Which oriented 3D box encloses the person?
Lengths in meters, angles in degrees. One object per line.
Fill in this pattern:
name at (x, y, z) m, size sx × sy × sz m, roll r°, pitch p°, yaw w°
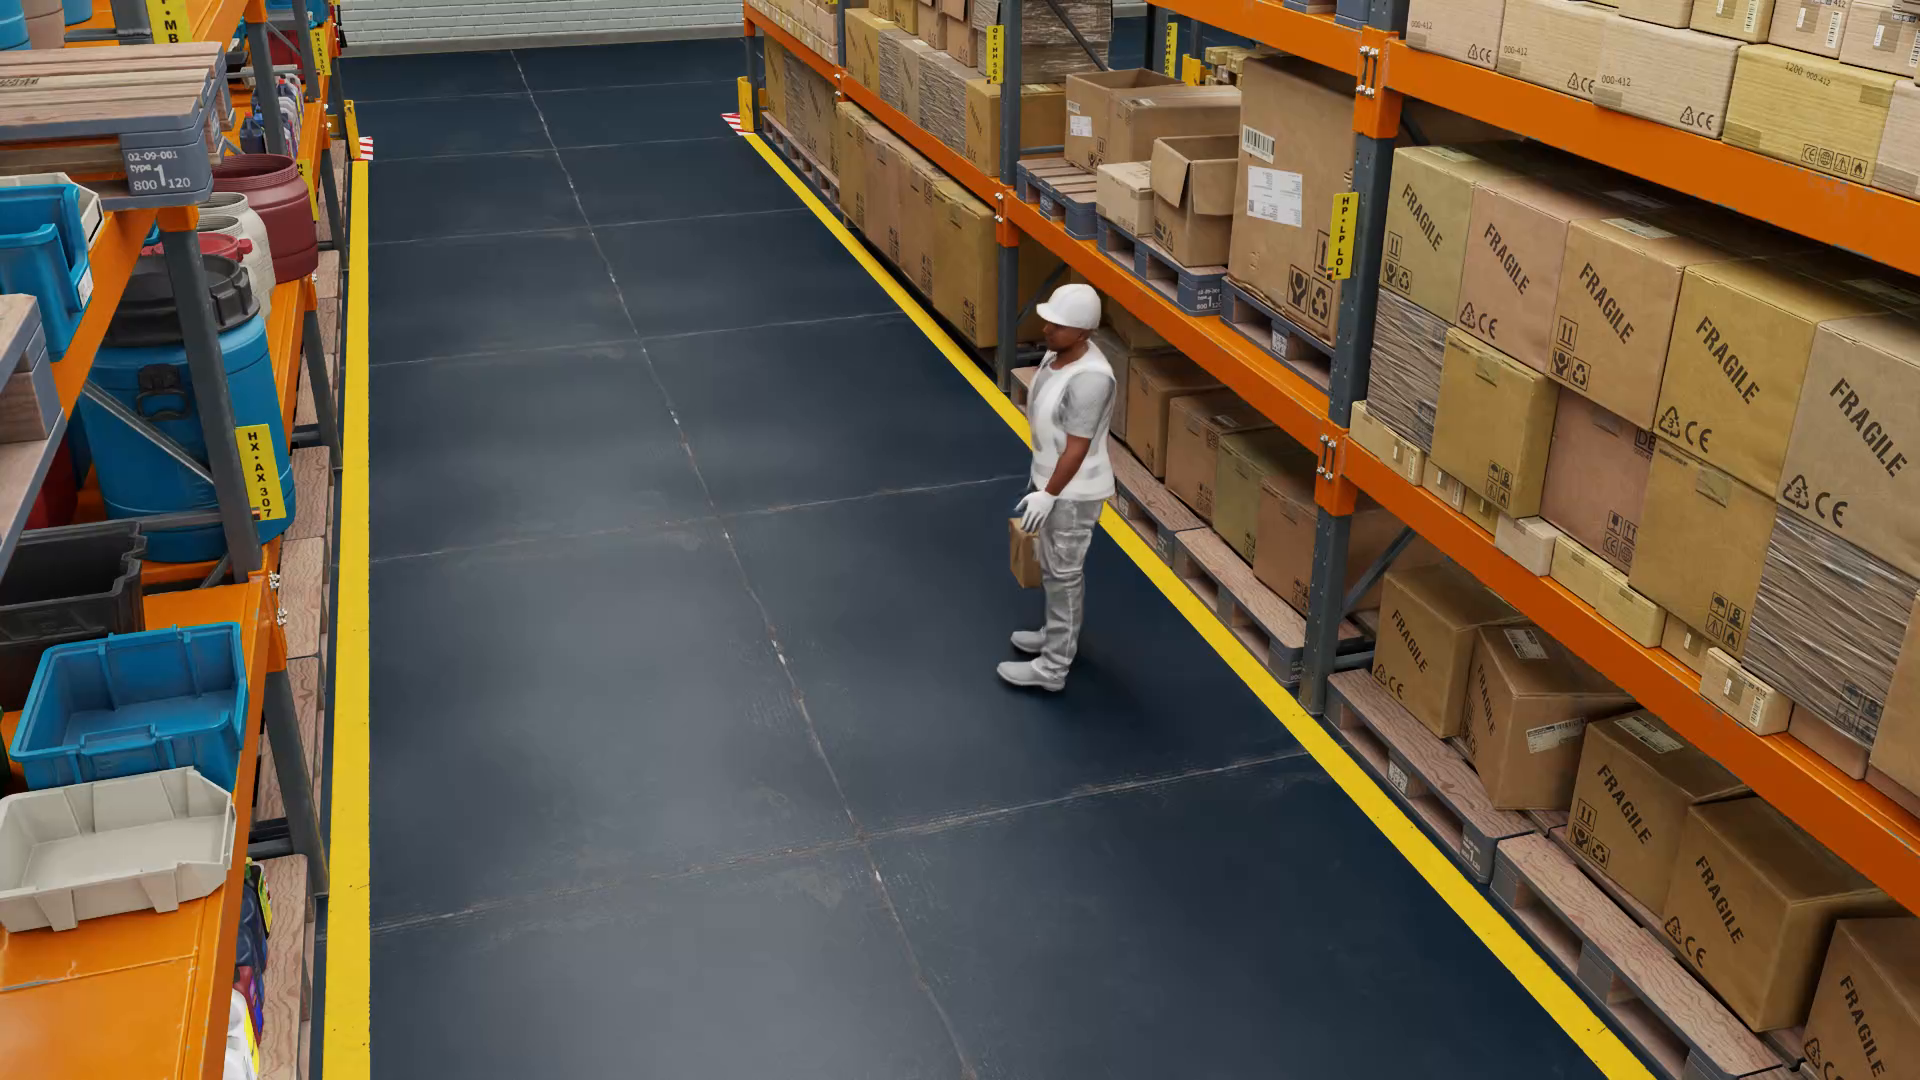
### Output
person at (0.389, -0.227, 6.994) m, size 0.480 × 1.793 × 0.577 m, roll -3°, pitch 26°, yaw -7°
